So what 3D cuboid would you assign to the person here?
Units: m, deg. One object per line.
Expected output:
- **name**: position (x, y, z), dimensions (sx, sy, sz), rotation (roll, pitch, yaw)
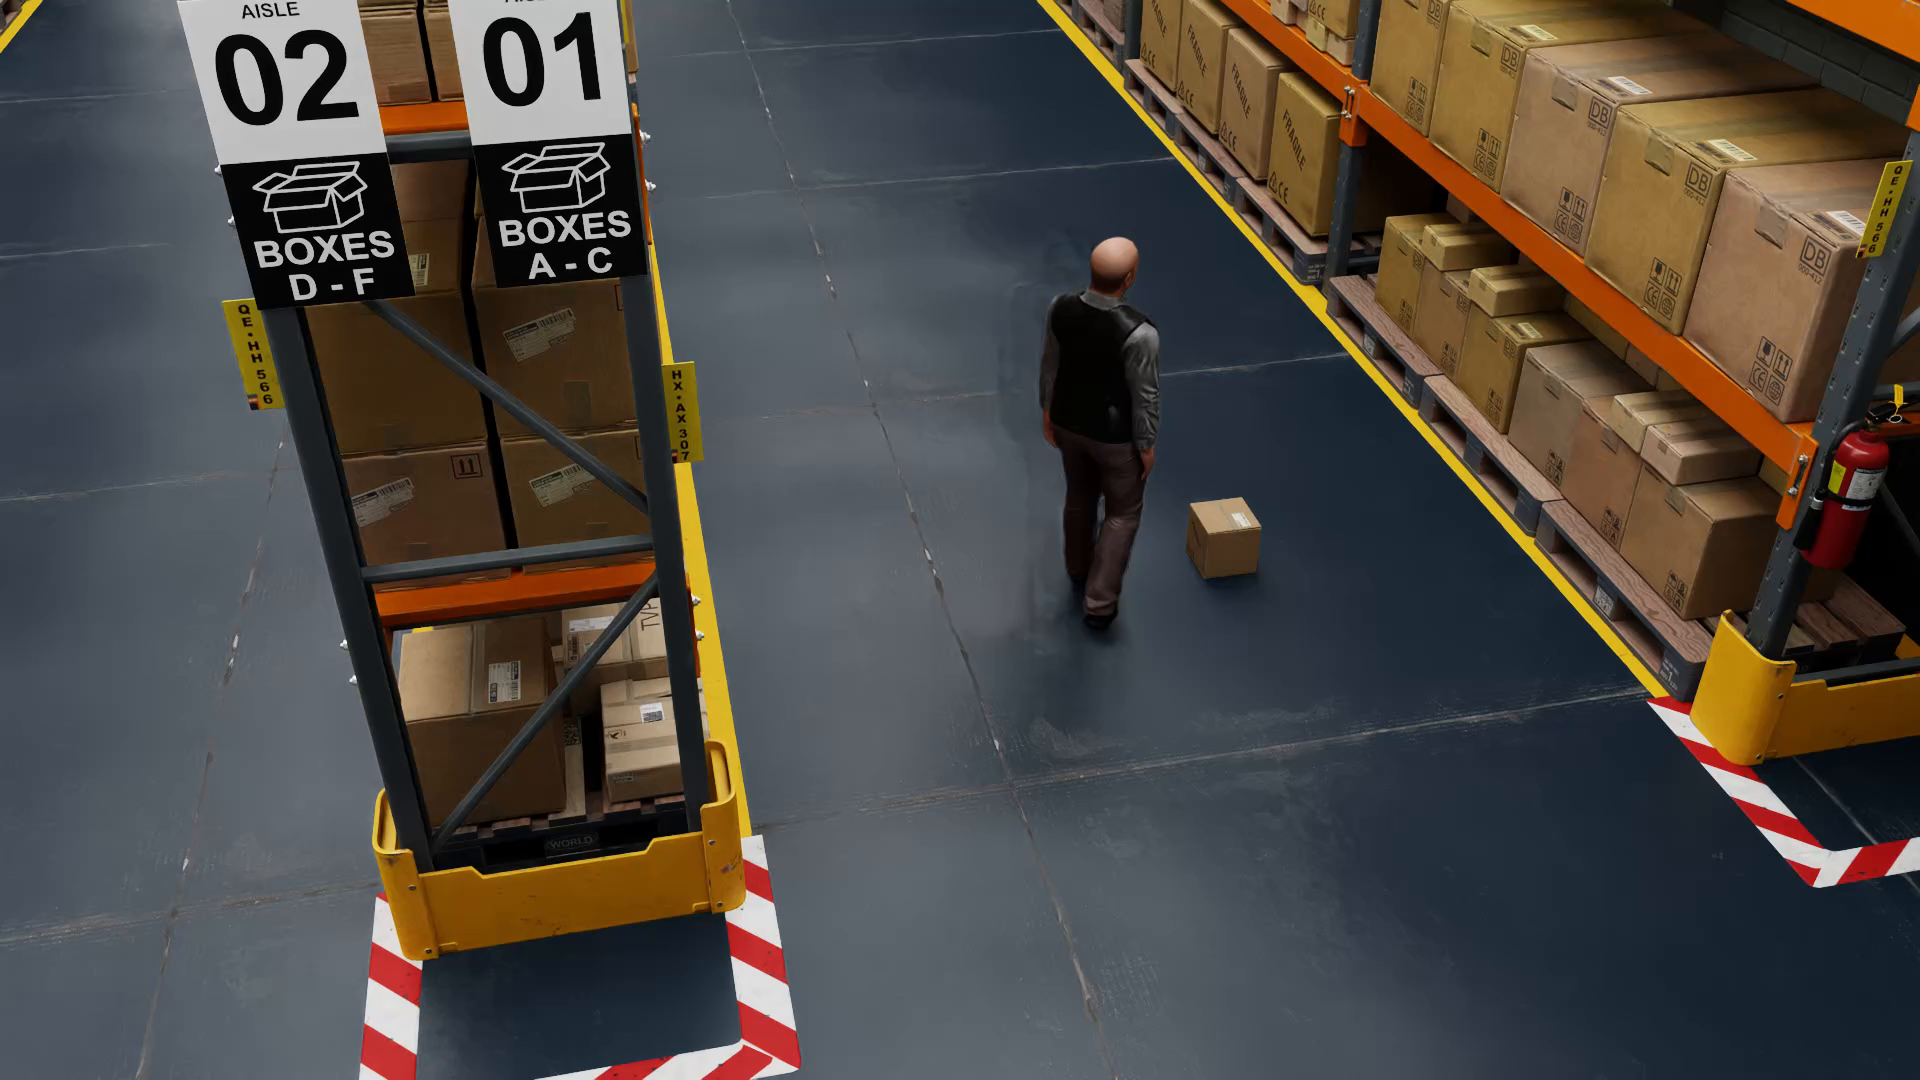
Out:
- **person**: position (0.592, -0.465, 6.849), dimensions (0.558, 1.724, 0.624), rotation (22, 40, 29)
